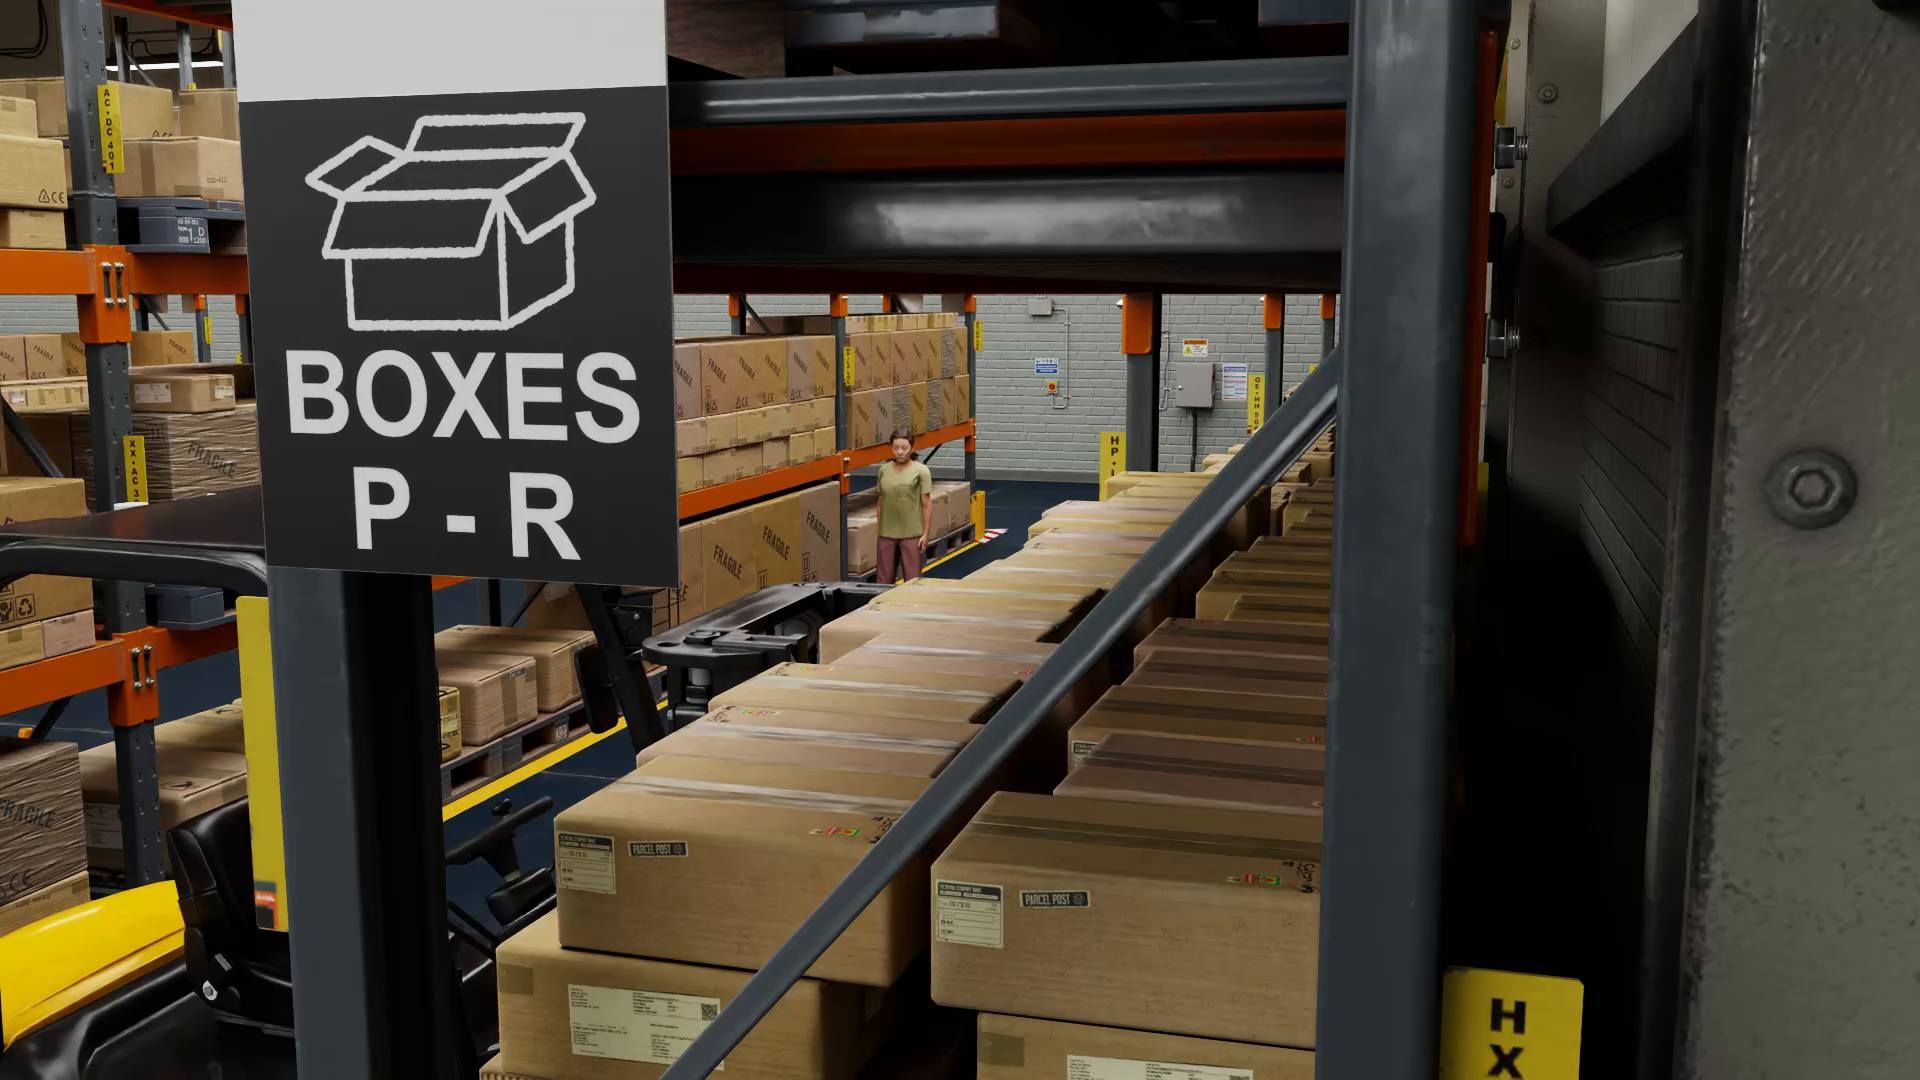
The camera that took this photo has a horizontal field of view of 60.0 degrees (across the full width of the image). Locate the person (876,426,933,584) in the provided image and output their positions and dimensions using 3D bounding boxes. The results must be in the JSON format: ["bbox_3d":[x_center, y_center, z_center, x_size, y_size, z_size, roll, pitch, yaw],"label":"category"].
[{"bbox_3d":[-0.430,-0.018,12.493,0.447,1.674,0.344,3,9,17],"label":"person"}]
